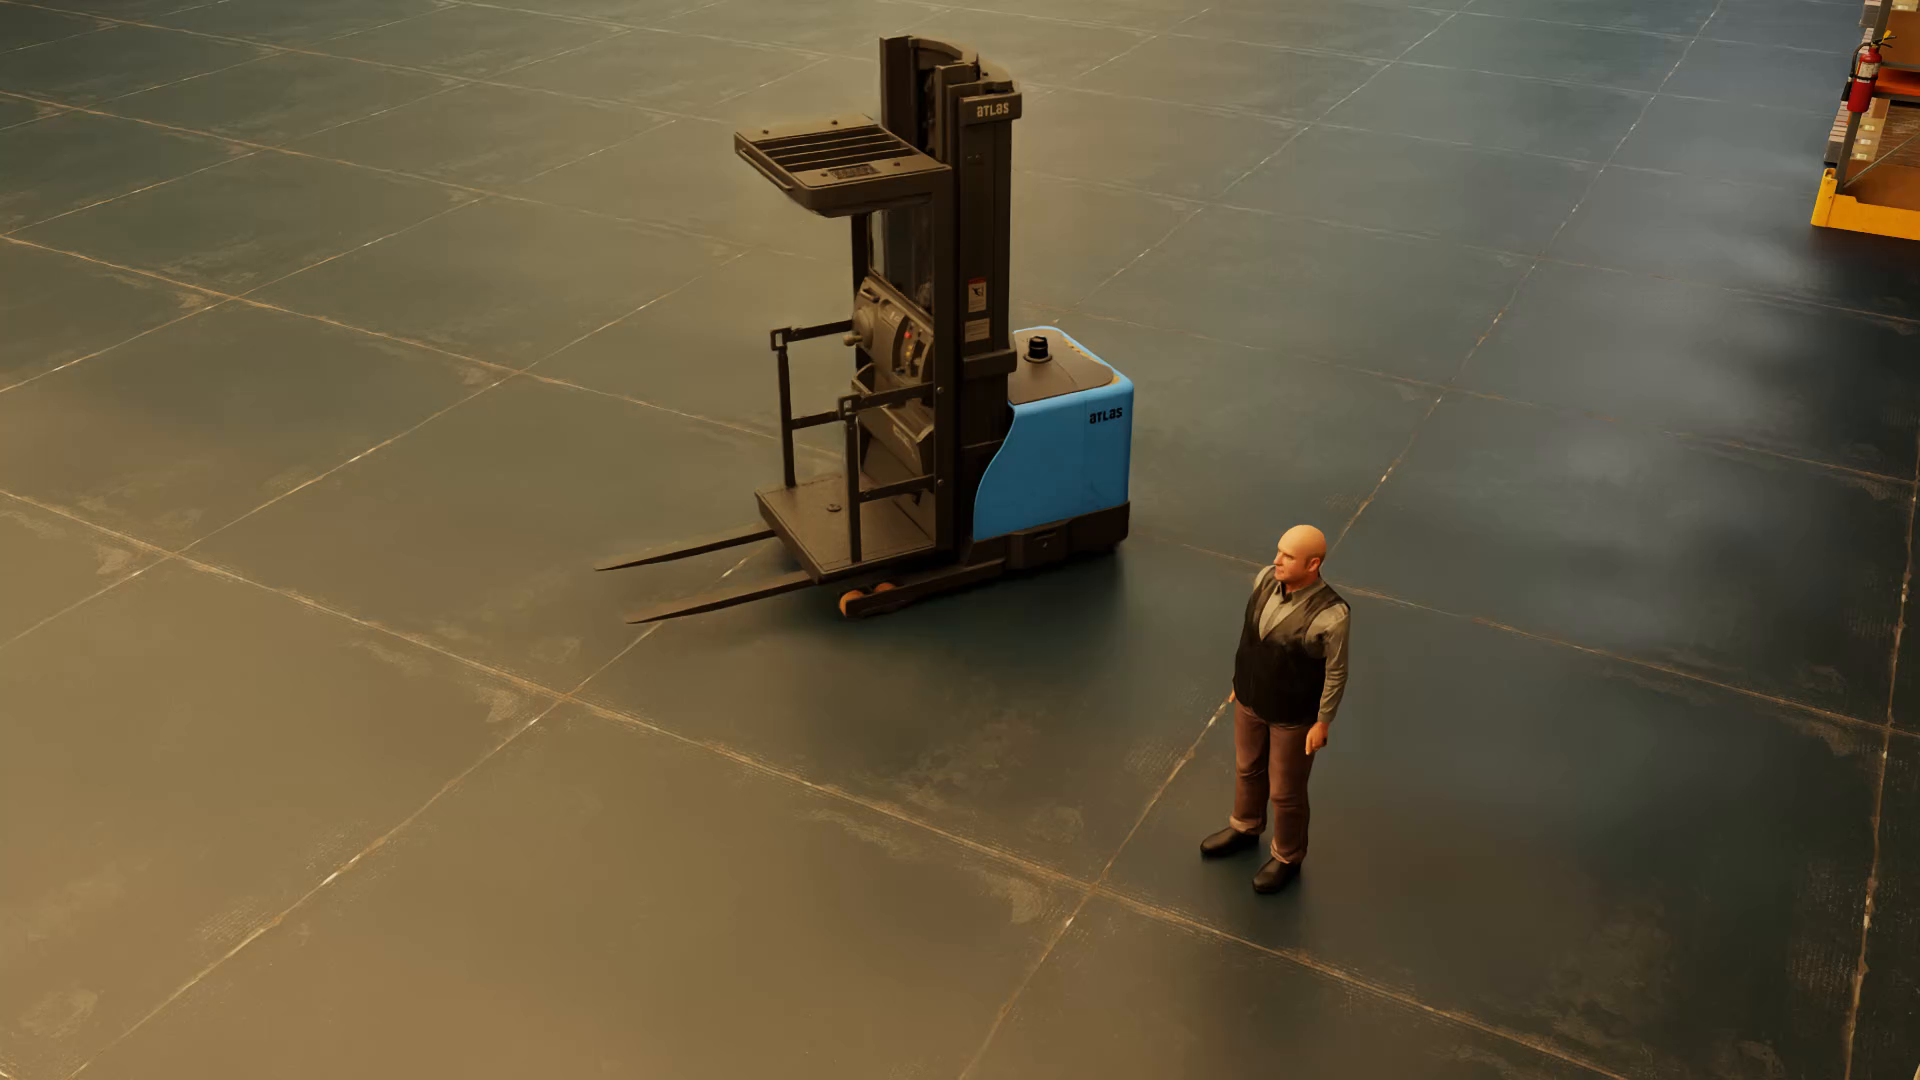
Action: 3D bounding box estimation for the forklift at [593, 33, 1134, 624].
[{"bbox_3d":[-0.553,-1.122,9.015,3.031,2.935,1.130,-14,33,-23],"label":"forklift"}]

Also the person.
[{"bbox_3d":[1.353,0.706,7.057,0.364,1.725,0.536,-19,35,-30],"label":"person"}]
